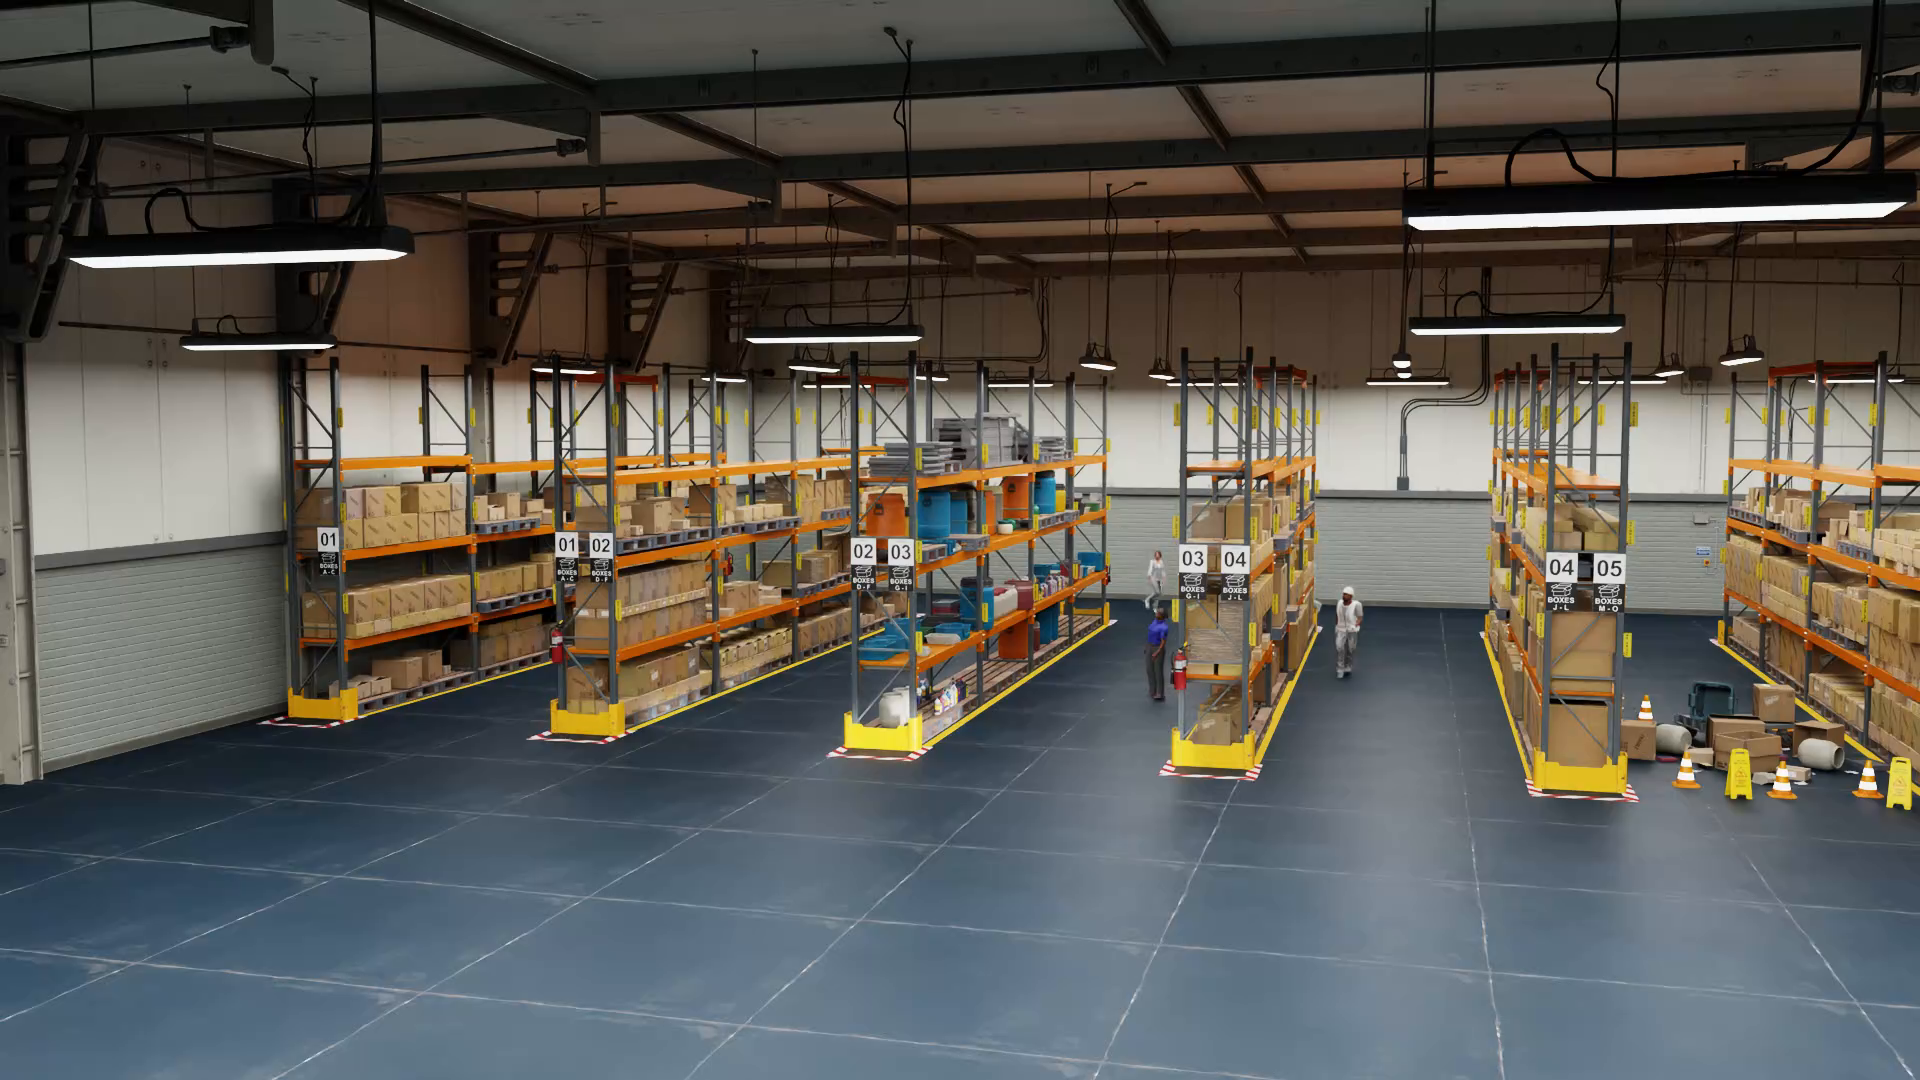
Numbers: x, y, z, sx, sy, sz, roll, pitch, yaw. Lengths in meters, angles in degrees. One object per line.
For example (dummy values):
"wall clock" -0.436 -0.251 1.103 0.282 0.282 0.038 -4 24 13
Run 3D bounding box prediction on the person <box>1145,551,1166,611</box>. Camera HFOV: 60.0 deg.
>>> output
"person" 5.053 1.056 42.925 0.515 1.585 0.415 4 6 44

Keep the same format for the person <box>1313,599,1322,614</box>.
"person" 8.719 1.101 41.955 0.731 1.651 0.507 -1 4 -14

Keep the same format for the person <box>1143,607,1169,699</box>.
"person" 3.461 2.028 29.748 0.429 1.686 0.597 -3 5 -38

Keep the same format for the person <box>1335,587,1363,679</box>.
"person" 7.536 1.801 32.240 0.537 1.809 0.886 1 4 17
